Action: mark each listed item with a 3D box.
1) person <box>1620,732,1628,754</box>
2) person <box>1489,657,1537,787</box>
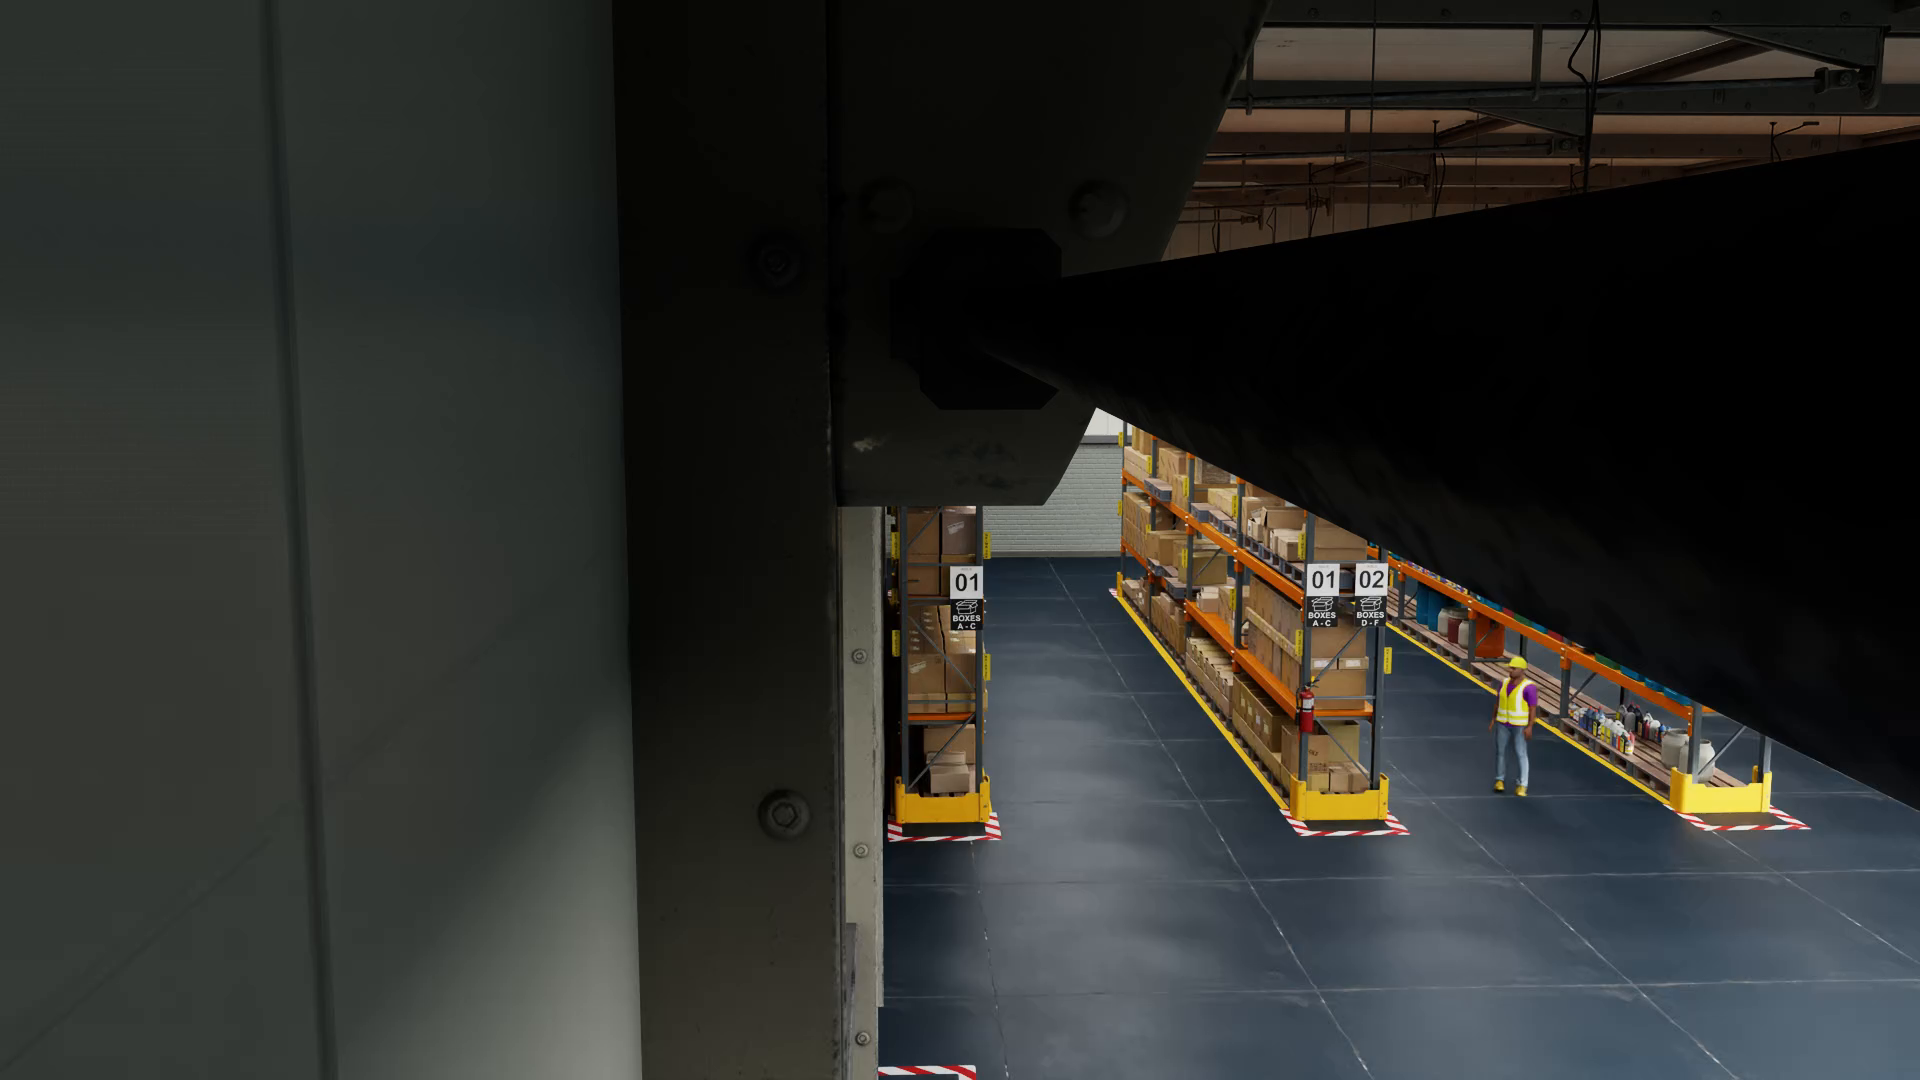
[{"bbox_3d":[11.110,2.213,23.802,3.696,1.609,2.686,1,8,8],"label":"person"},{"bbox_3d":[7.236,2.374,21.754,0.615,1.708,0.380,7,11,41],"label":"person"}]
